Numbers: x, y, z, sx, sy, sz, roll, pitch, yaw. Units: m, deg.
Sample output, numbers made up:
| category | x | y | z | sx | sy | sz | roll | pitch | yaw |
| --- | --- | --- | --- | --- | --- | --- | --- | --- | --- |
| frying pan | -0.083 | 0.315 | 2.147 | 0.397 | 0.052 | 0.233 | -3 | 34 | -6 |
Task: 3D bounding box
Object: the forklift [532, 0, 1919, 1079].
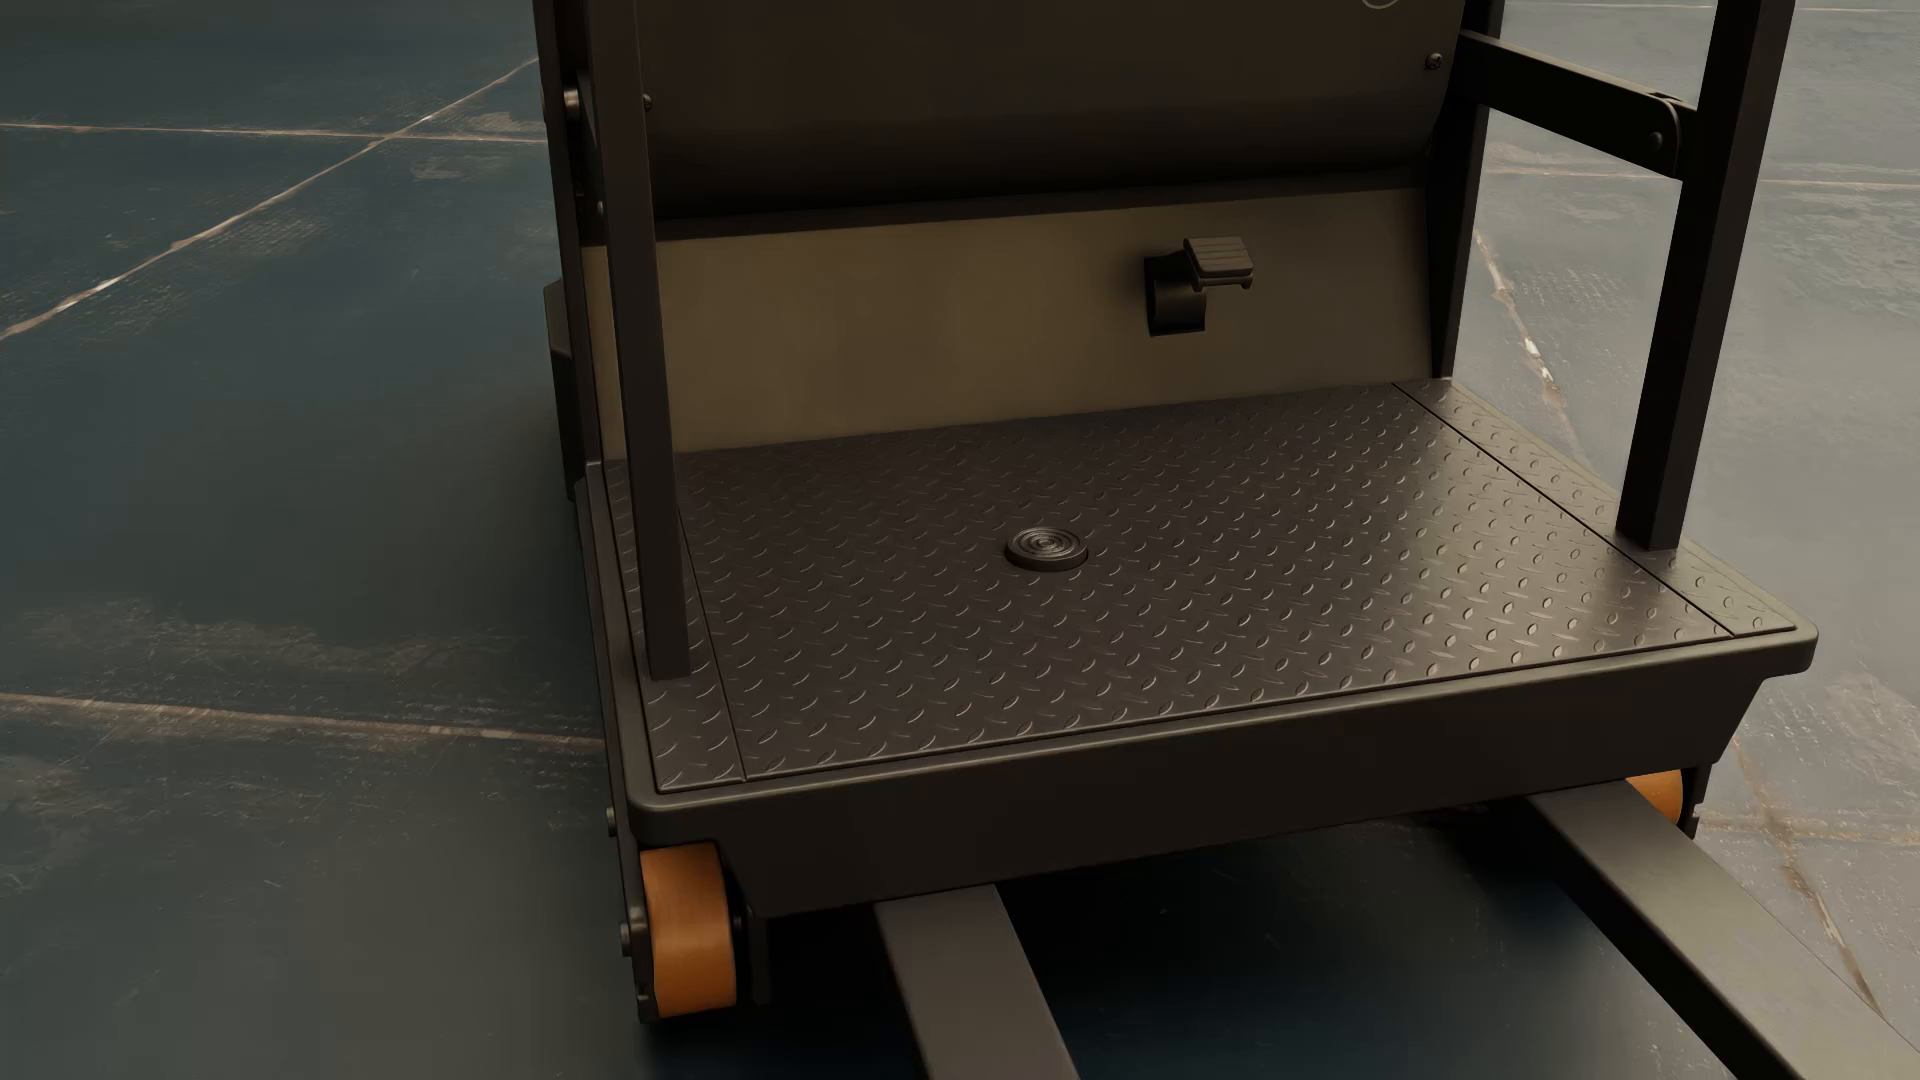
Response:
| category | x | y | z | sx | sy | sz | roll | pitch | yaw |
| --- | --- | --- | --- | --- | --- | --- | --- | --- | --- |
| forklift | 0.153 | -1.049 | 1.319 | 1.130 | 2.935 | 3.031 | -7 | 27 | -13 |
